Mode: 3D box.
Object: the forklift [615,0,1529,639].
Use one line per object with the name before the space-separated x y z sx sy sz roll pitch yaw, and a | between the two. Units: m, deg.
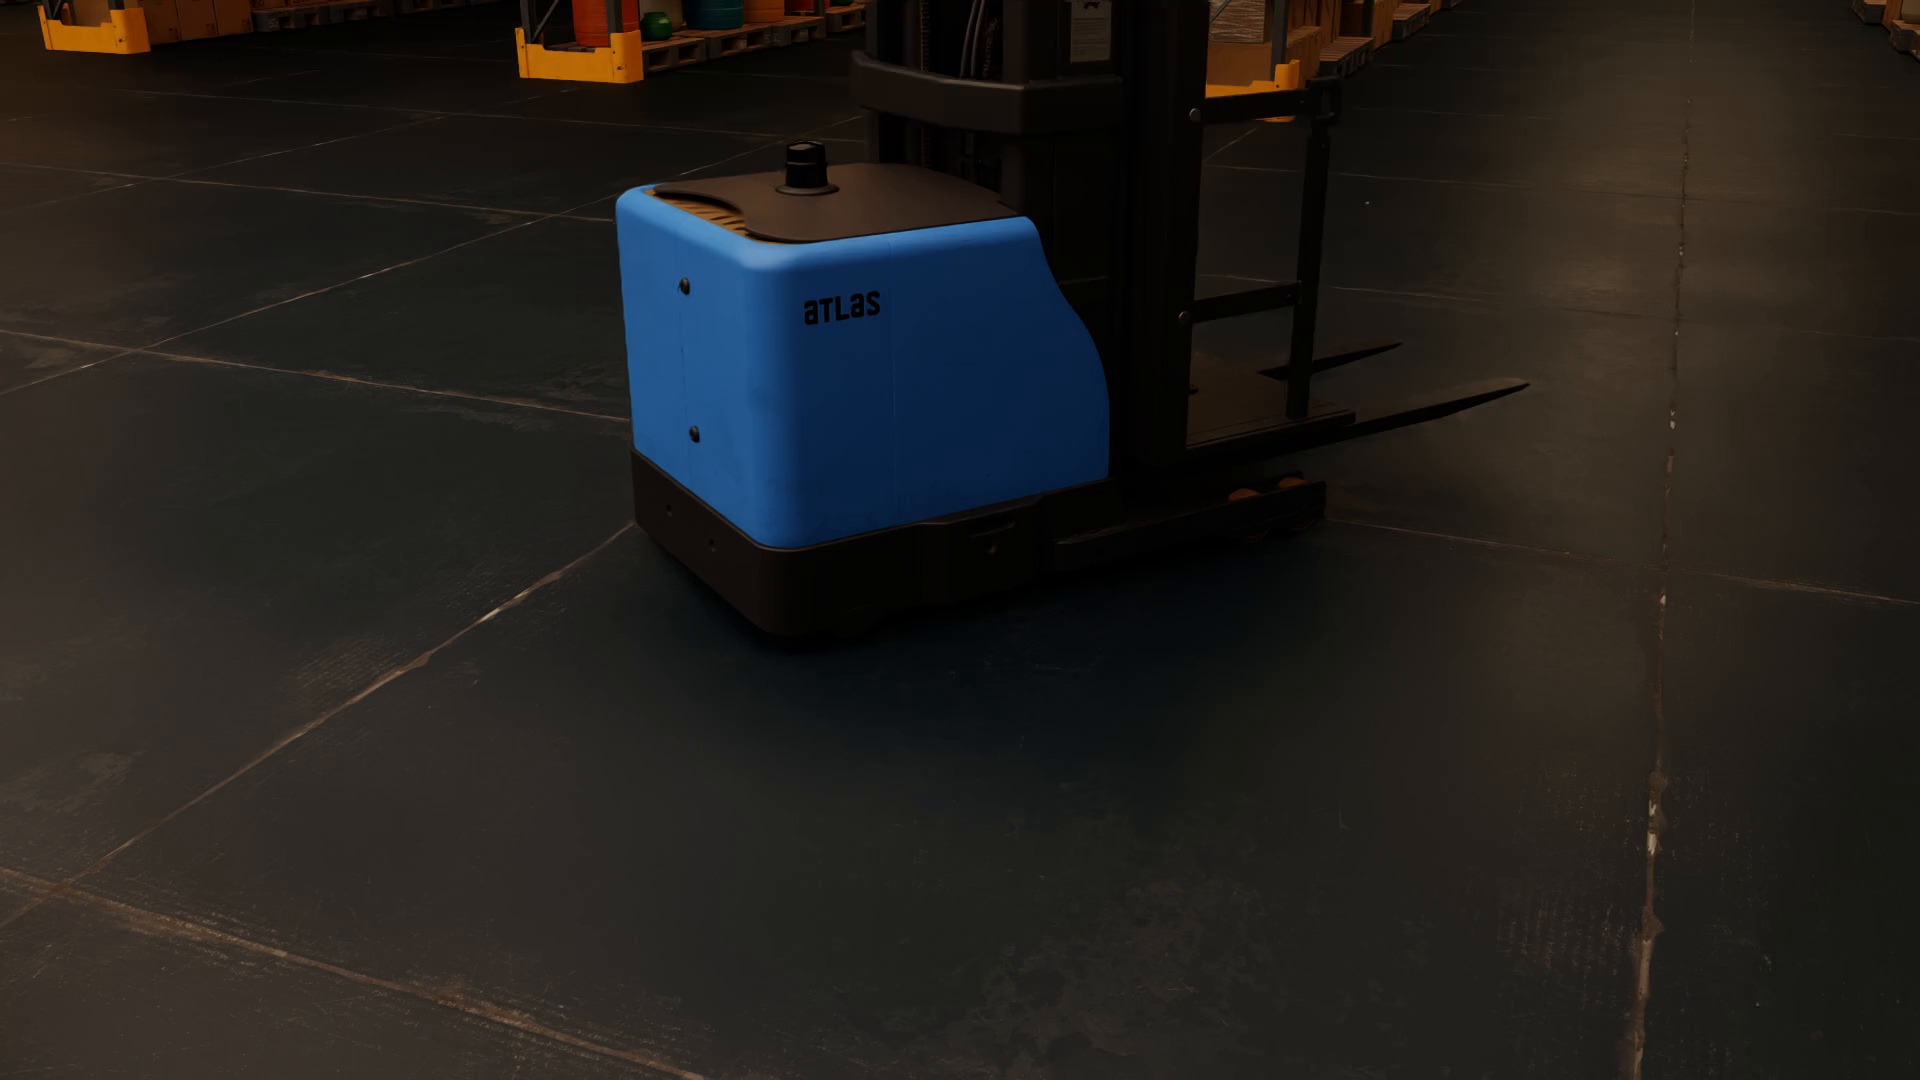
forklift | 0.537 -1.501 4.882 3.031 2.935 1.130 -13 26 -29
